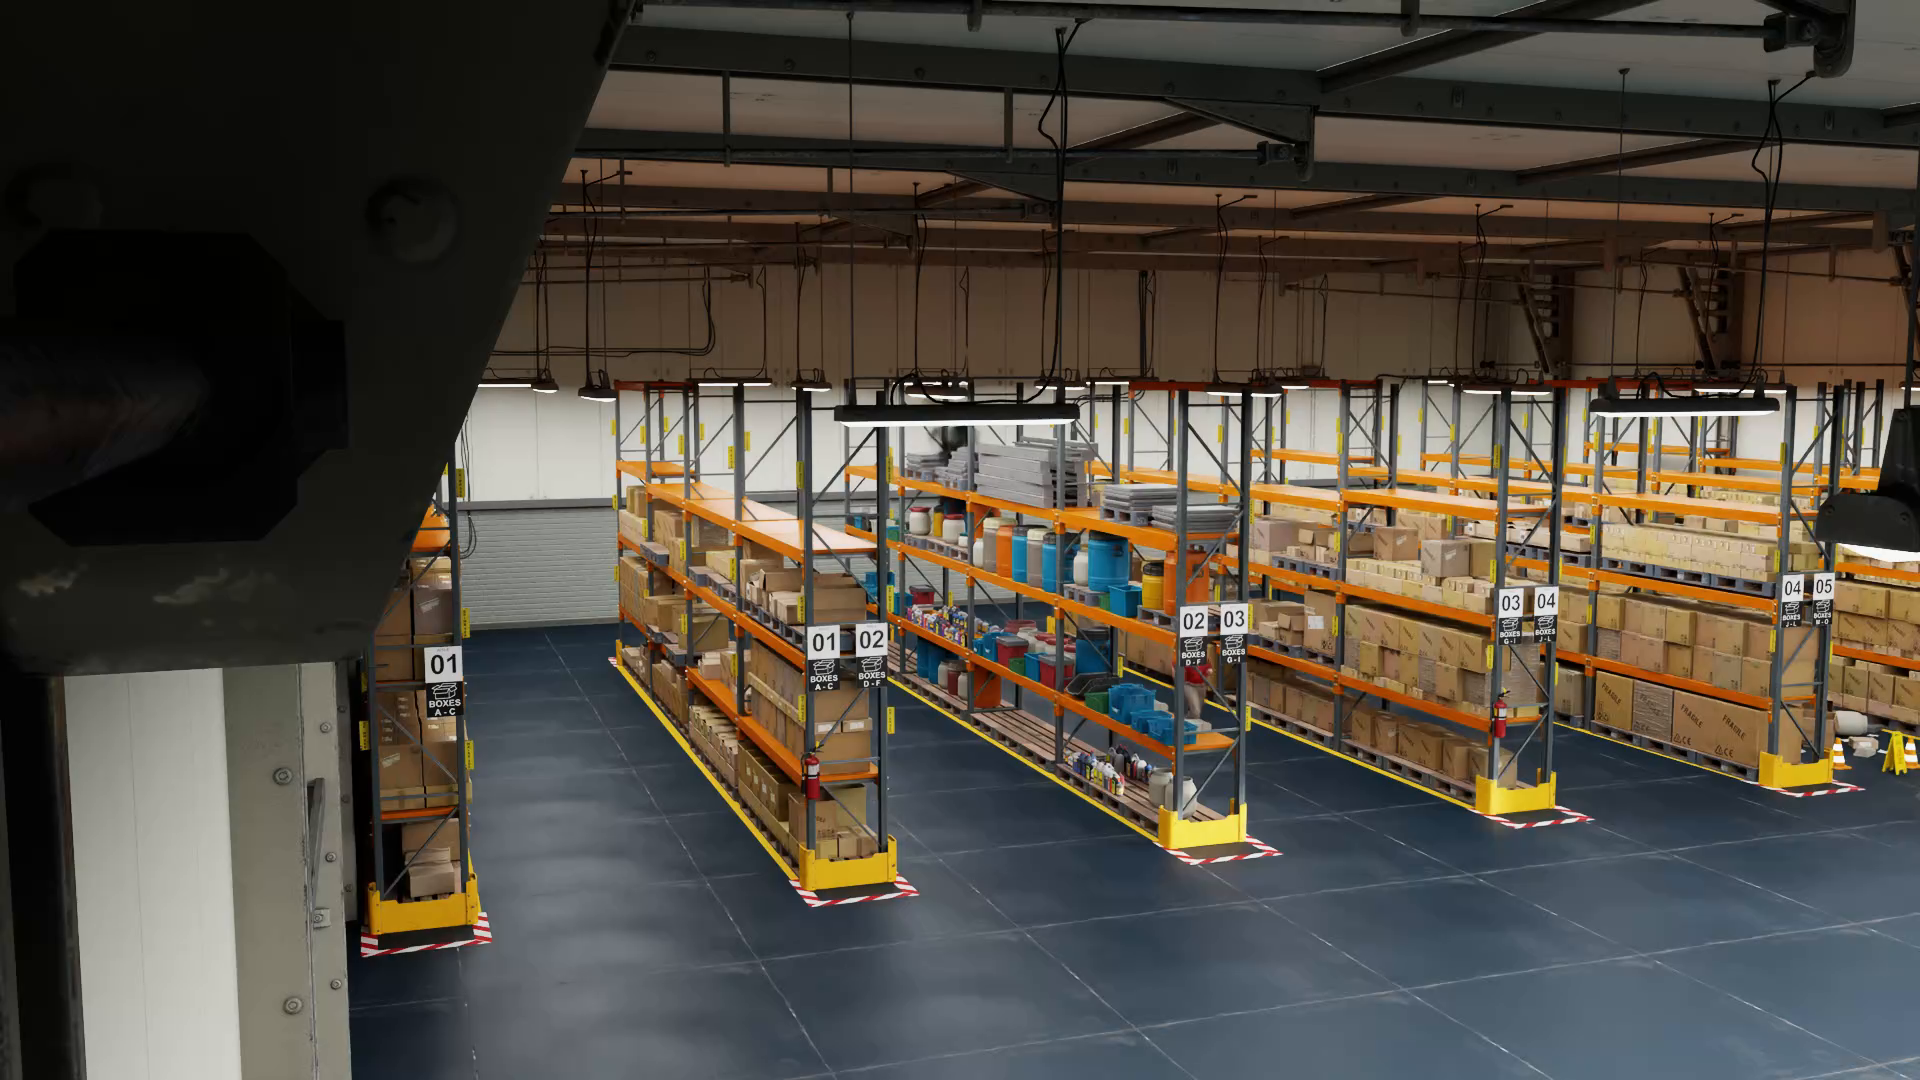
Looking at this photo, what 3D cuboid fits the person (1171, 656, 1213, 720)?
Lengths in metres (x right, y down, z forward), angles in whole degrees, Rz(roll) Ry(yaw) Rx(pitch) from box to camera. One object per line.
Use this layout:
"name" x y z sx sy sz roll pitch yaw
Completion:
"person" 3.923 2.537 27.752 0.643 1.782 0.818 -4 7 -30

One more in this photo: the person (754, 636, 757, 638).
"person" -4.020 1.893 33.814 0.678 1.734 0.613 -3 7 -29
